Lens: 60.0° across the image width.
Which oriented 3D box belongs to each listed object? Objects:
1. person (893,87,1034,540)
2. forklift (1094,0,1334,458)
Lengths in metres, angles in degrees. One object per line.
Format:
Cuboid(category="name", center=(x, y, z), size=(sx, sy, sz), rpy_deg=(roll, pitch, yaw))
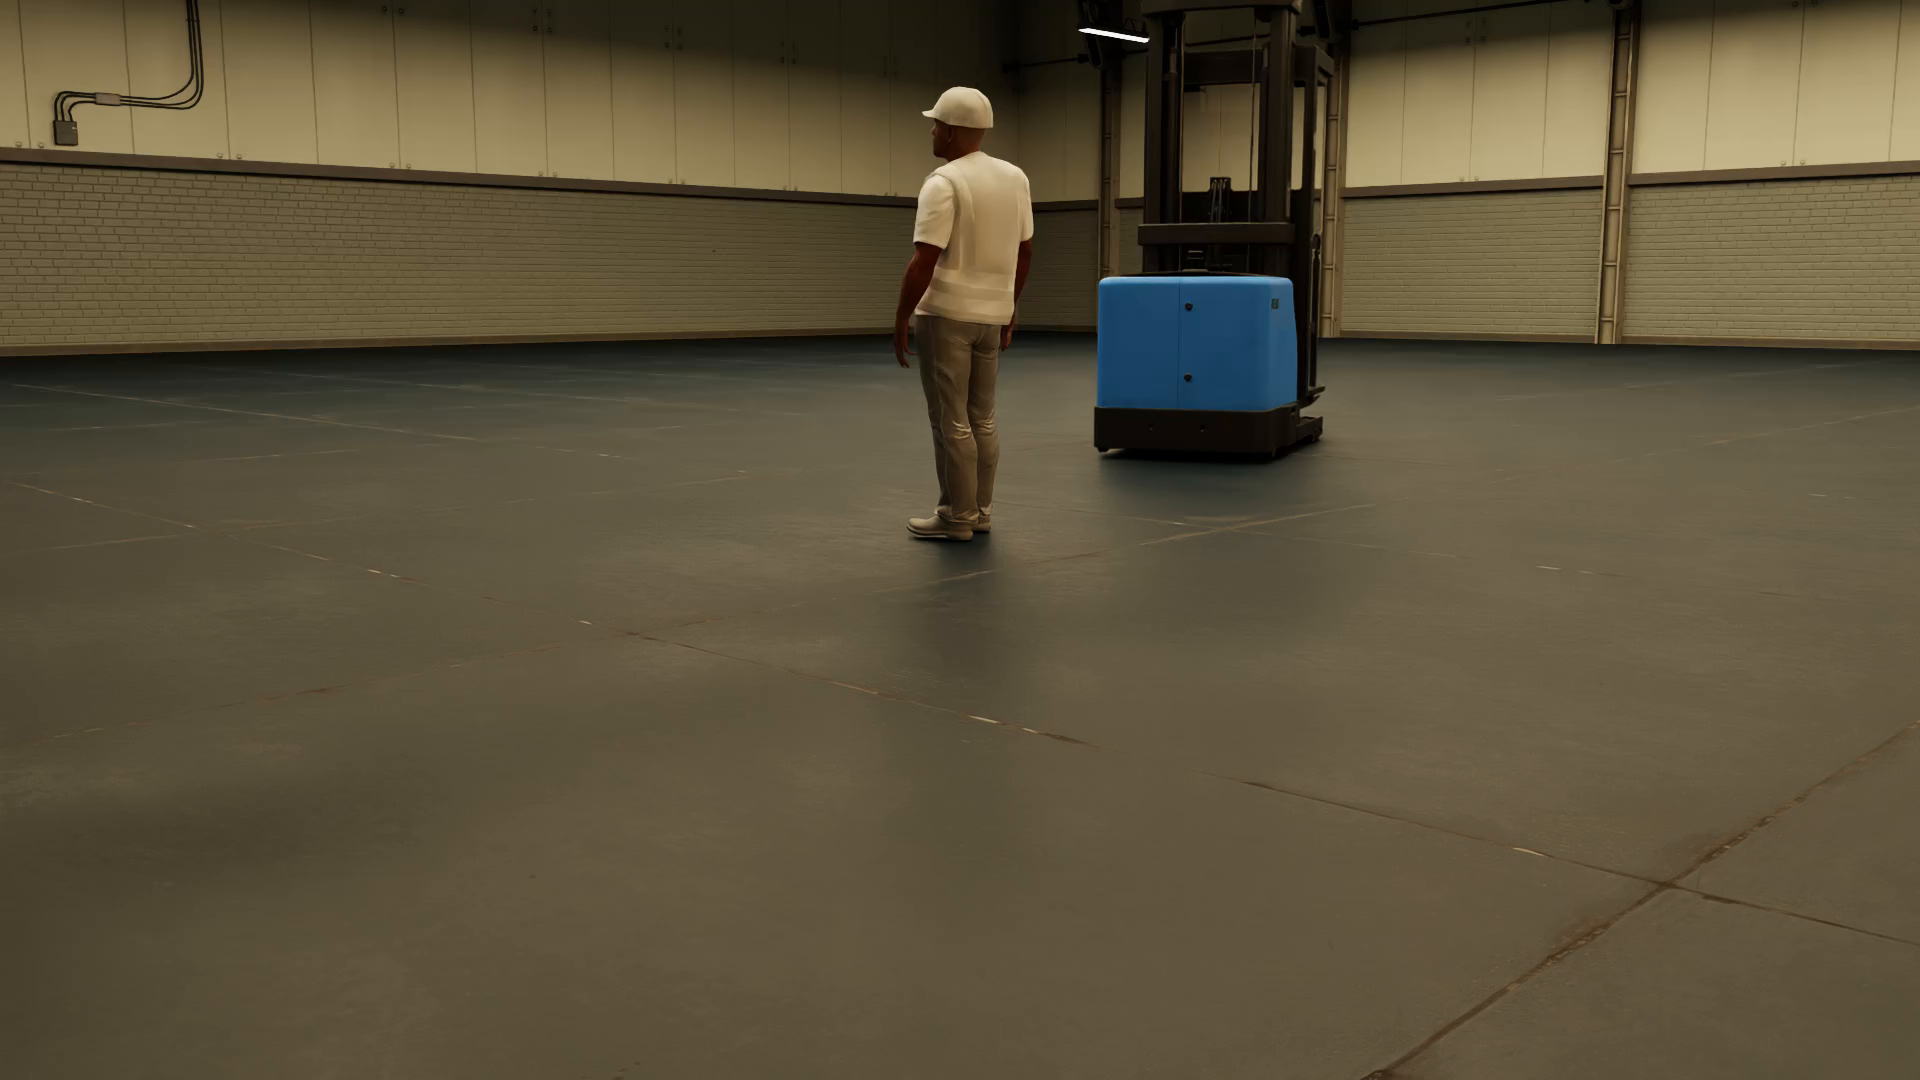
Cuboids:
Cuboid(category="person", center=(-0.045, -0.888, 6.637), size=(0.577, 1.765, 0.665), rpy_deg=(8, 12, 43))
Cuboid(category="forklift", center=(1.802, -2.109, 10.882), size=(1.130, 2.935, 3.031), rpy_deg=(3, 9, 21))
